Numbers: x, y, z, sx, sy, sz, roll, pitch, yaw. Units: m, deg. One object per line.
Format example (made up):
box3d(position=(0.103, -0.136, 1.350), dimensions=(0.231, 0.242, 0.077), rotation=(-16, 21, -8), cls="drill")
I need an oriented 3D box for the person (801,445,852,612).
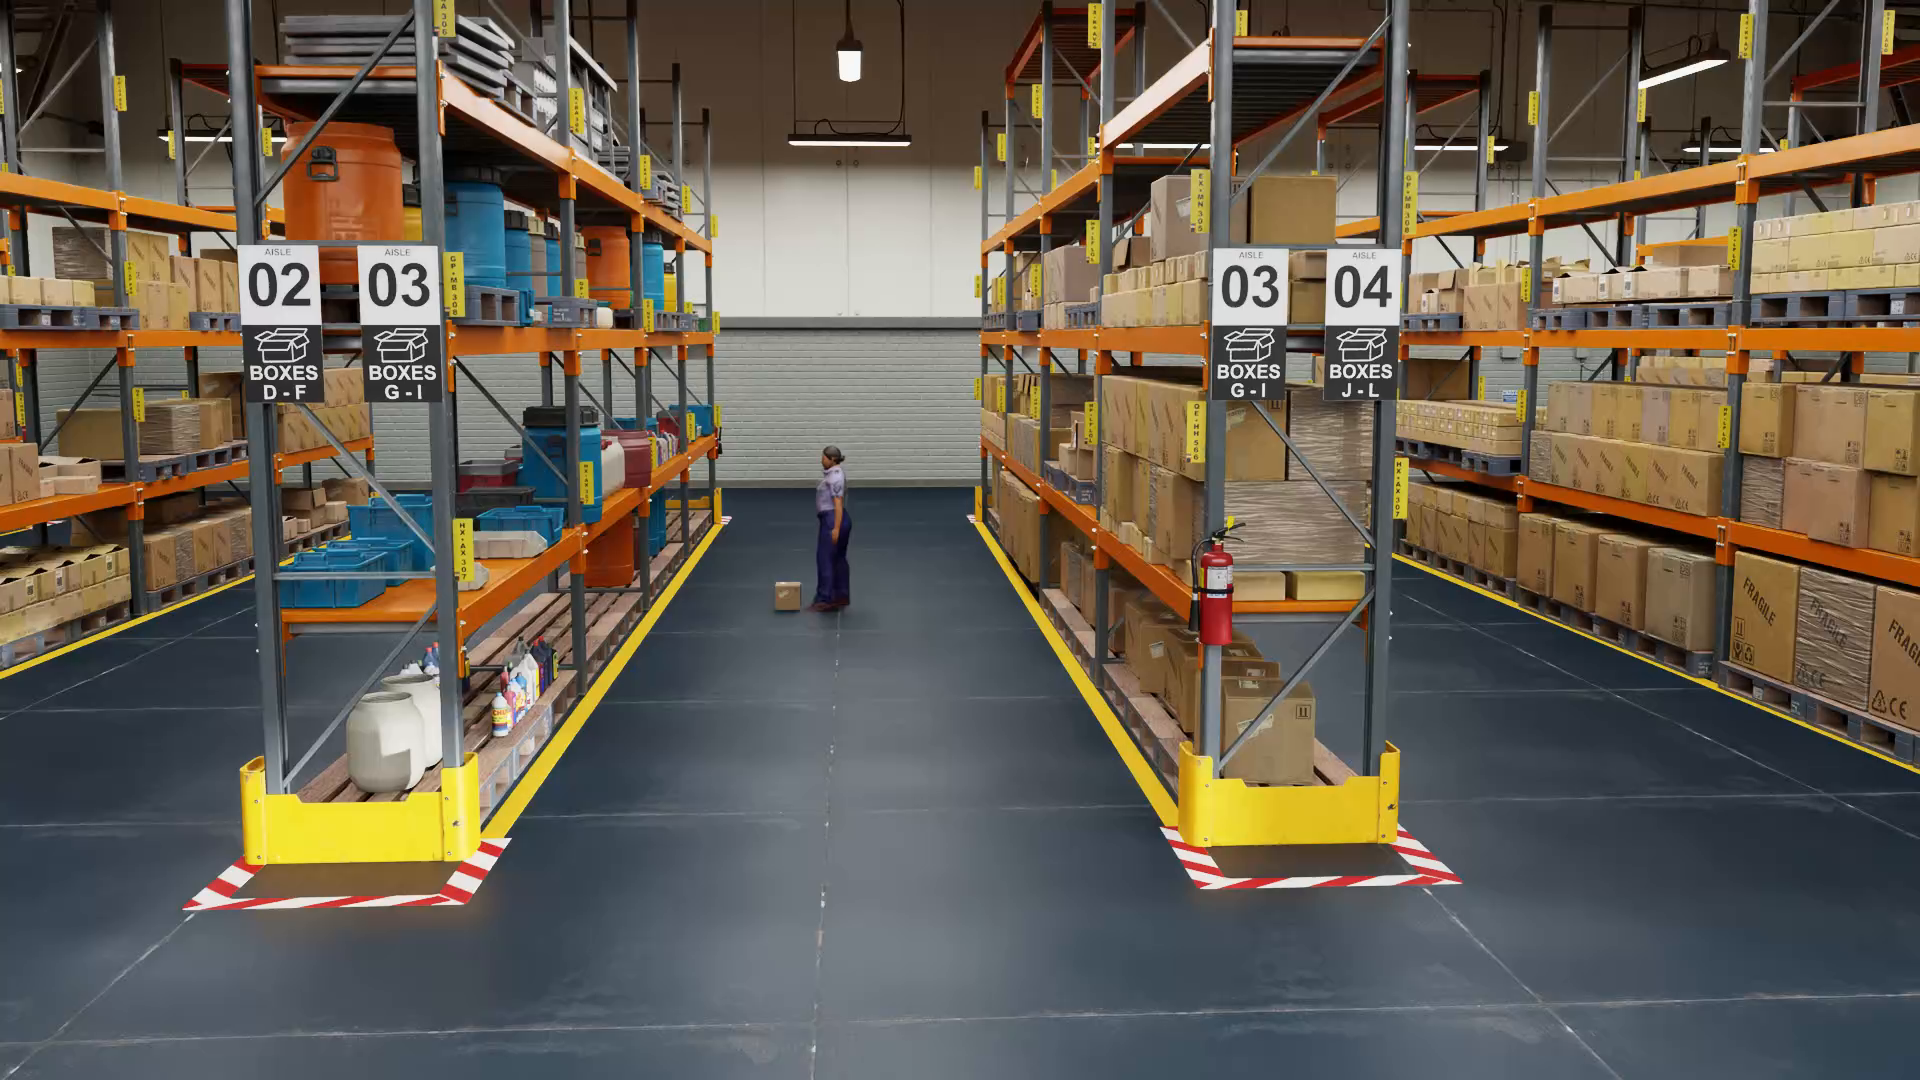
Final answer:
box3d(position=(-1.351, -0.126, 16.835), dimensions=(0.487, 1.667, 0.544), rotation=(0, 7, 1), cls="person")
